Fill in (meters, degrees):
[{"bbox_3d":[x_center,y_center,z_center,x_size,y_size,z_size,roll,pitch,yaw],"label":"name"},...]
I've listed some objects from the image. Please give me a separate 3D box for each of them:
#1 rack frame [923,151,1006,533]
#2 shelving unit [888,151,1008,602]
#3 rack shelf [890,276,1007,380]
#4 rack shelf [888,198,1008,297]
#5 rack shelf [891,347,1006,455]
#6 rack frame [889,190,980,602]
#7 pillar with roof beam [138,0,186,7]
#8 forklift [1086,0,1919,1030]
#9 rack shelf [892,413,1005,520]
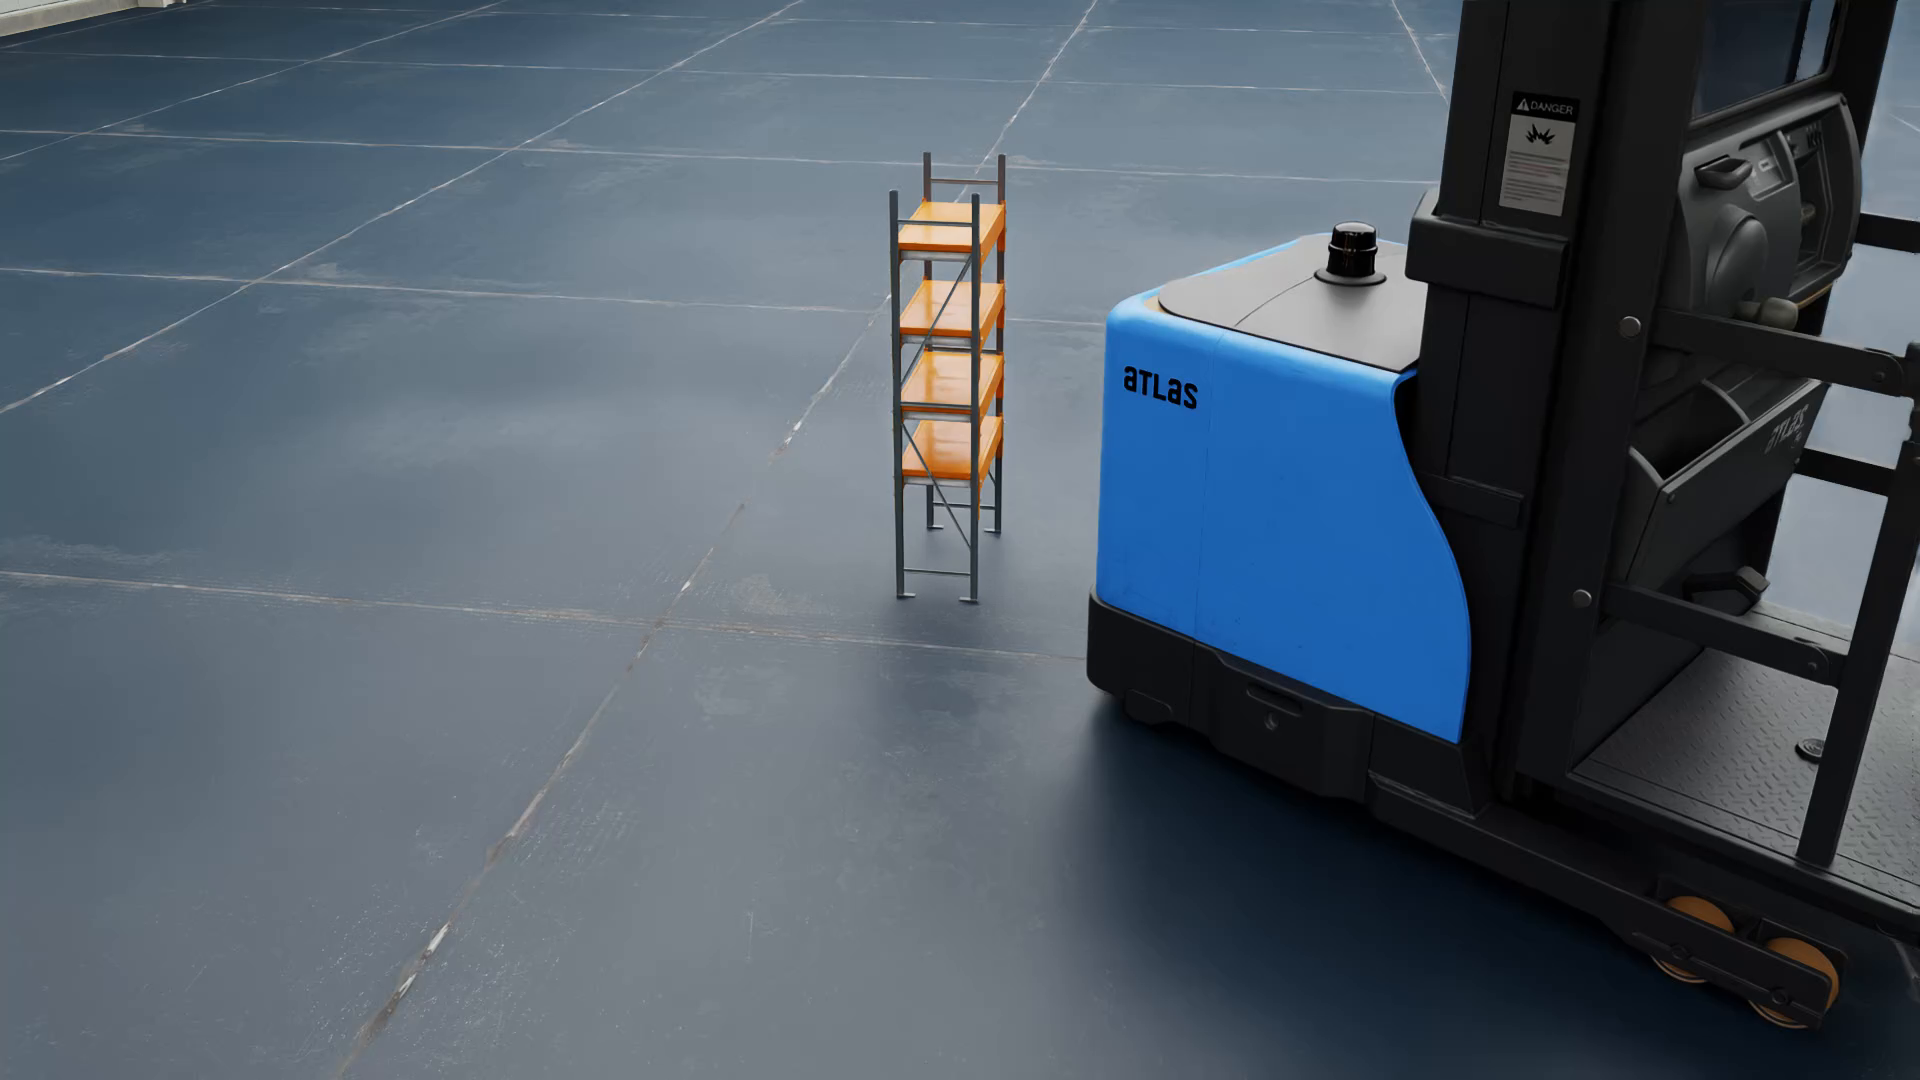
[{"bbox_3d":[0.013,-0.576,5.066,0.240,1.200,0.015,4,25,9],"label":"rack frame"},{"bbox_3d":[-0.027,-0.474,4.848,0.258,1.200,0.503,4,25,9],"label":"shelving unit"},{"bbox_3d":[-0.027,-0.616,4.781,0.258,0.148,0.480,4,25,9],"label":"rack shelf"},{"bbox_3d":[-0.027,-0.830,4.681,0.258,0.148,0.480,4,25,9],"label":"rack shelf"},{"bbox_3d":[-0.027,-0.413,4.876,0.258,0.148,0.480,4,25,9],"label":"rack shelf"},{"bbox_3d":[-0.067,-0.372,4.630,0.240,1.200,0.015,4,25,9],"label":"rack frame"},{"bbox_3d":[-3.839,-9.200,14.290,9.100,9.000,0.400,4,25,9],"label":"pillar with roof beam"},{"bbox_3d":[1.749,-0.632,3.144,3.031,2.935,1.130,22,33,38],"label":"forklift"},{"bbox_3d":[-0.027,-0.233,4.960,0.258,0.148,0.480,4,25,9],"label":"rack shelf"}]
